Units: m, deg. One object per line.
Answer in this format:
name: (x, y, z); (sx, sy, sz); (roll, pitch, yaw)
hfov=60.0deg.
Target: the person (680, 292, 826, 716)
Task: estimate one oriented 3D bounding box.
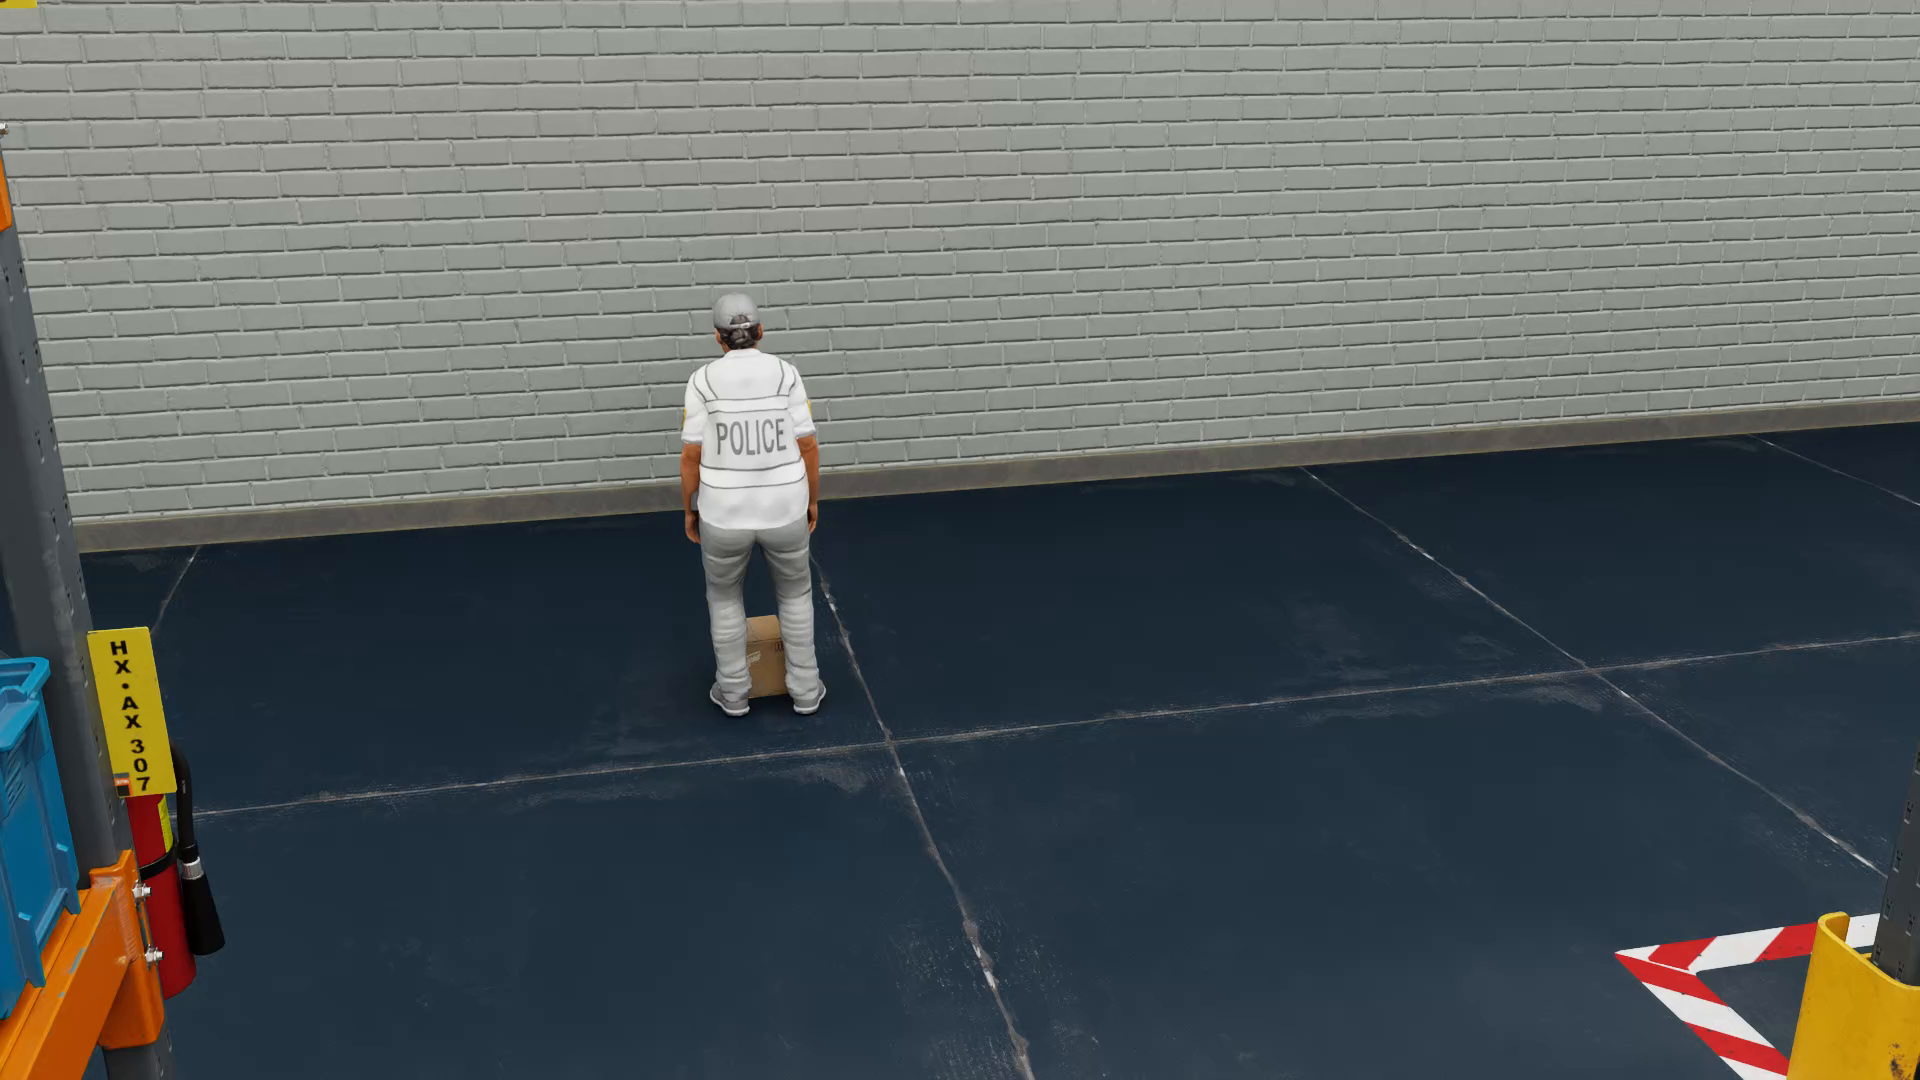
person: (-0.793, -0.114, 6.377); (0.538, 1.666, 0.465); (-4, 20, -12)
